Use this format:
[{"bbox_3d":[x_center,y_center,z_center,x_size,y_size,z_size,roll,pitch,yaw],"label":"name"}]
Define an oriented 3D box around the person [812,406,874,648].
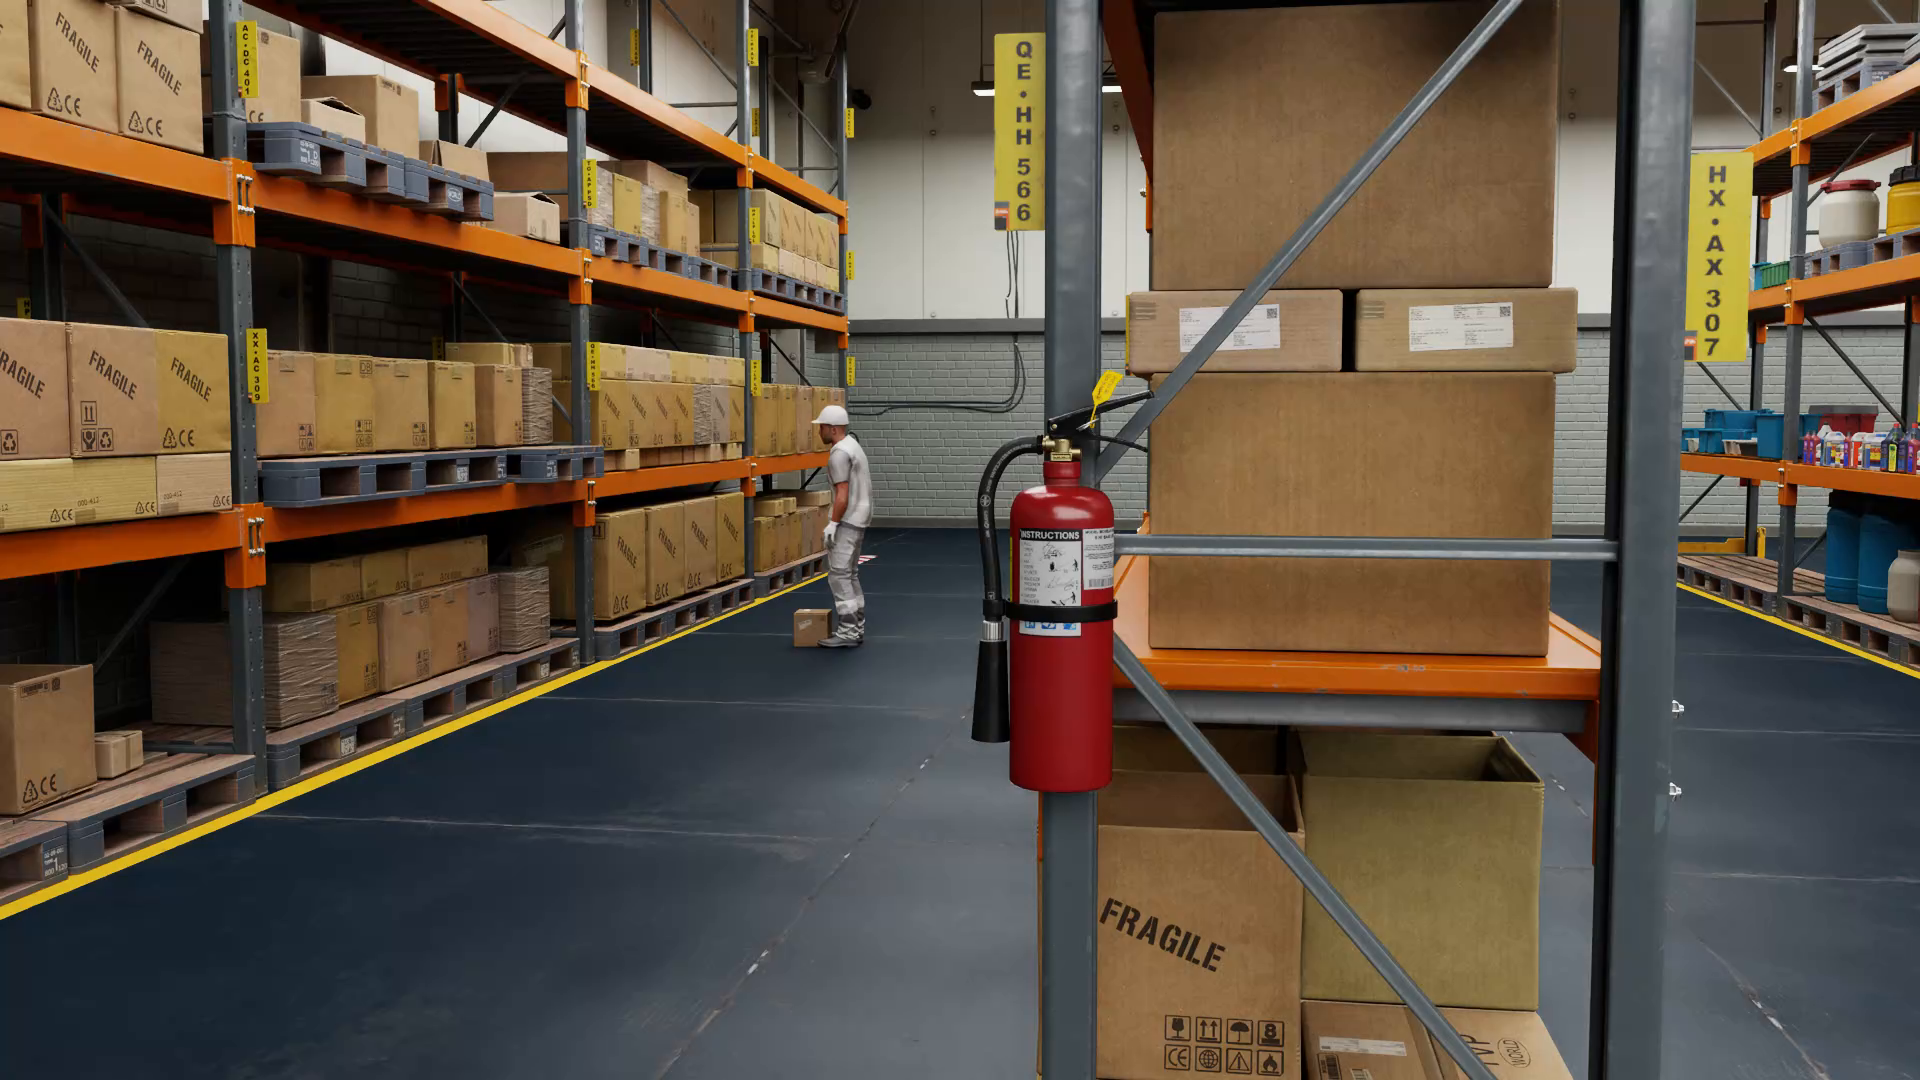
[{"bbox_3d":[-0.871,-0.103,12.317,0.449,1.780,0.607,1,4,9],"label":"person"}]
